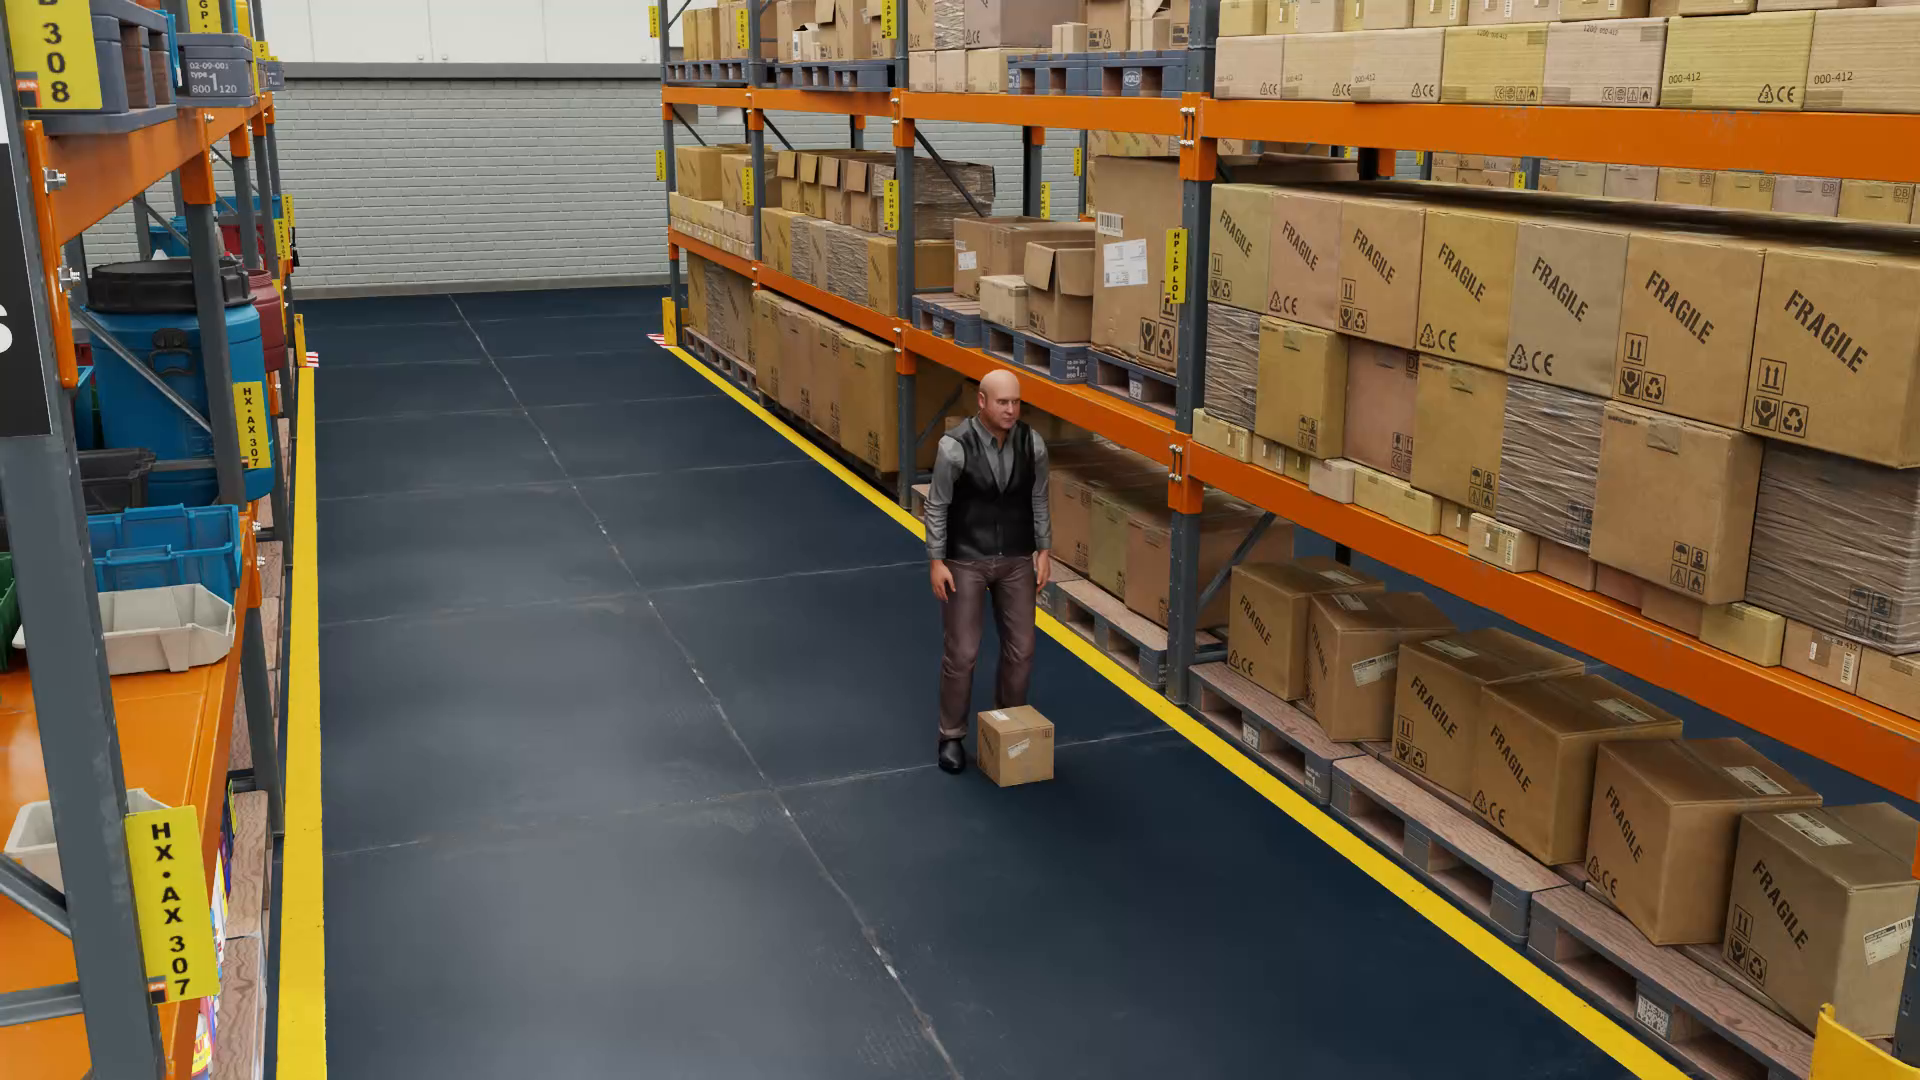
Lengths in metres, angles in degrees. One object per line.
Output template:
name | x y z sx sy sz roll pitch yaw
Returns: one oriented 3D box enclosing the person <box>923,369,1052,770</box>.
person | 0.122 0.105 7.193 0.578 1.720 0.419 -6 17 -21
